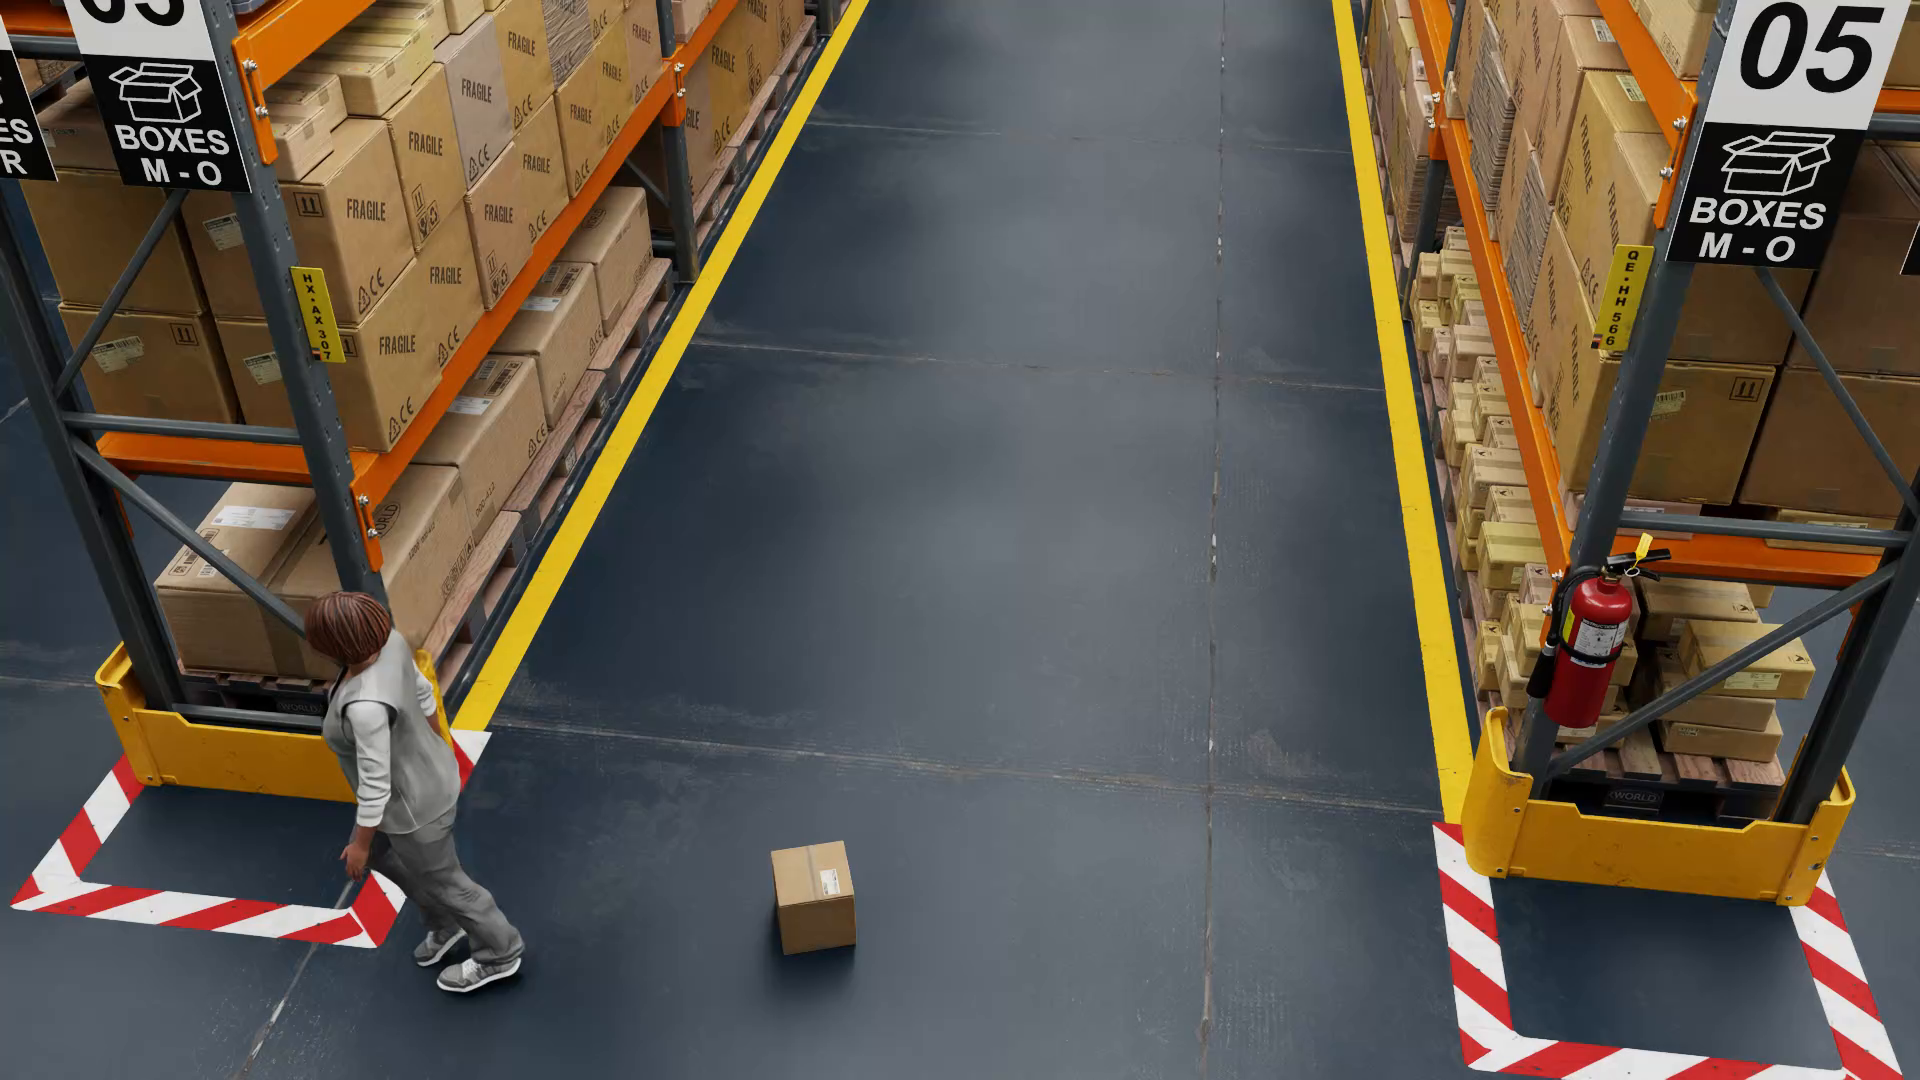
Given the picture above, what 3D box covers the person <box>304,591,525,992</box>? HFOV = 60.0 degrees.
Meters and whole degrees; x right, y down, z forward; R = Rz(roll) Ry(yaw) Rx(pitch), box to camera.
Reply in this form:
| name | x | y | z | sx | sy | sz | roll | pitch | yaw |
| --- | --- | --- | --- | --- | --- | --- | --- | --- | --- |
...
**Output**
| name | x | y | z | sx | sy | sz | roll | pitch | yaw |
| --- | --- | --- | --- | --- | --- | --- | --- | --- | --- |
| person | -1.683 | 0.791 | 5.079 | 0.478 | 1.615 | 0.466 | -8 | 37 | -10 |
